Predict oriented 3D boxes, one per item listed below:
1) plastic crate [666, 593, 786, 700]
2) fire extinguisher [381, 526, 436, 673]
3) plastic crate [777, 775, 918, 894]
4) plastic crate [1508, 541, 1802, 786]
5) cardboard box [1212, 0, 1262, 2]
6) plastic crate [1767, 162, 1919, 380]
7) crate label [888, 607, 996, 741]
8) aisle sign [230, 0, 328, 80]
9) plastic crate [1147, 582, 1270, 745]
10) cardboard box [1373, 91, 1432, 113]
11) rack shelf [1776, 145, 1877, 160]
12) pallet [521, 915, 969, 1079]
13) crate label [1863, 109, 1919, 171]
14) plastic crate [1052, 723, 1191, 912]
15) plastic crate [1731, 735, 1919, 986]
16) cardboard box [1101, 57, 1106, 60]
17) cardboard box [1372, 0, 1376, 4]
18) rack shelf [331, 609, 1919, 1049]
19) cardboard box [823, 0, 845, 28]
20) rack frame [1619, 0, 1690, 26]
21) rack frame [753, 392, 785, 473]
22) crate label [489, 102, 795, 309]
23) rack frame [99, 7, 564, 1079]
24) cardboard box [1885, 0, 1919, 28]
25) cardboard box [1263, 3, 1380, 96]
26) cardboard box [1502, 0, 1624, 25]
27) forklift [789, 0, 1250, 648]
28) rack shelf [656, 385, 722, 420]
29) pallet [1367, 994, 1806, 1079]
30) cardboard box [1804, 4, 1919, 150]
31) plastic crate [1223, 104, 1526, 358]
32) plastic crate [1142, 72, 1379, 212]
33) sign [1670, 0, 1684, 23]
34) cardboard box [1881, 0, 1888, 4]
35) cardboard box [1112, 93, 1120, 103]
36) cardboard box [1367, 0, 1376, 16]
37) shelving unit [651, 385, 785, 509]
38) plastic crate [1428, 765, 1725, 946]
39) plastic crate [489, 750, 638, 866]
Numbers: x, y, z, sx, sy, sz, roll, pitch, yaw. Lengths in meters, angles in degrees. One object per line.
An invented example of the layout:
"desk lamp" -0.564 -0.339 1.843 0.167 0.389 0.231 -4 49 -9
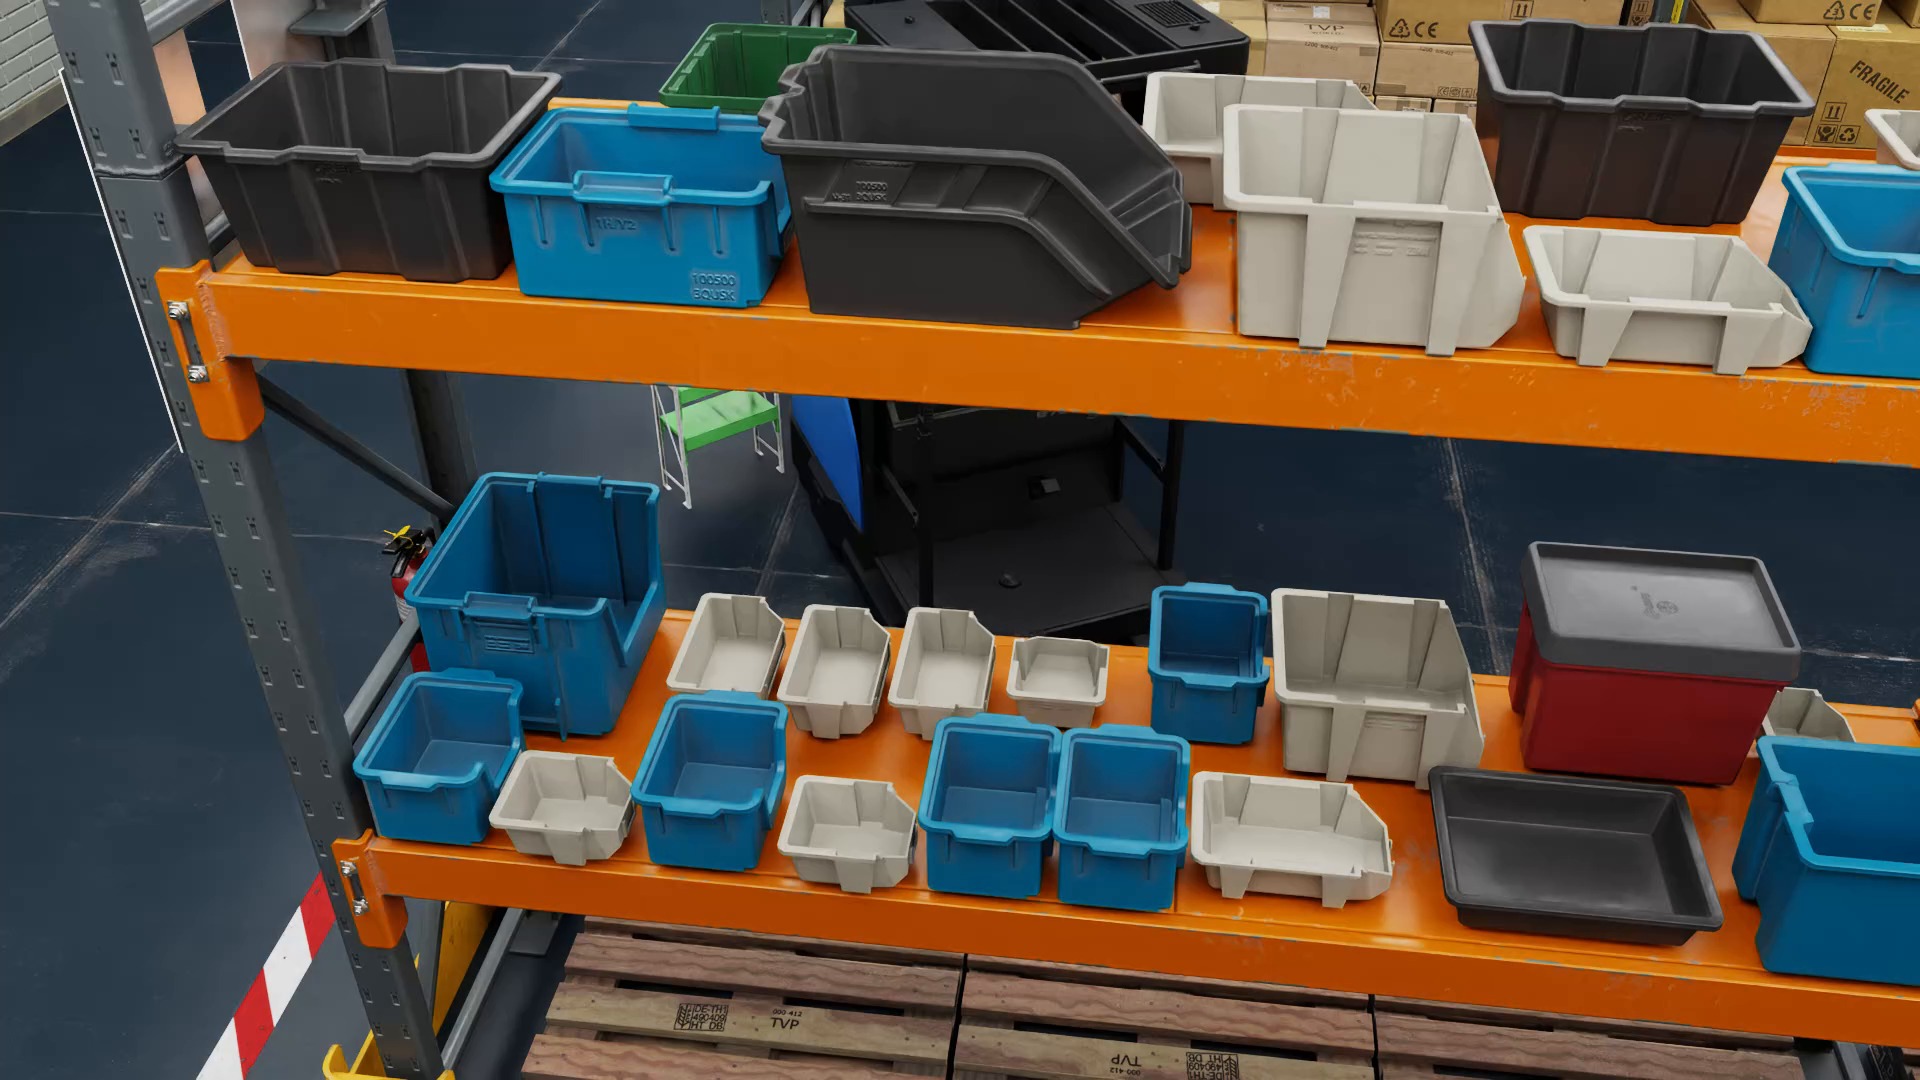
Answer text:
"plastic crate" -0.604 0.320 4.394 0.243 0.136 0.396 4 36 6
"fire extinguisher" -1.527 0.192 4.787 0.183 0.674 0.296 4 36 6
"plastic crate" -0.252 0.694 3.871 0.298 0.136 0.250 4 36 6
"plastic crate" 1.678 0.316 4.118 0.583 0.464 0.402 4 36 6
"cardboard box" 1.235 -2.638 8.237 0.500 0.250 0.500 4 36 6
"plastic crate" 1.588 -0.459 2.873 0.300 0.233 0.416 4 36 6
"crate label" -0.039 0.357 4.343 0.243 0.136 0.396 4 36 6
"aisle sign" -1.470 -0.951 3.762 0.004 0.787 0.394 4 36 6
"plastic crate" 0.634 0.329 4.299 0.300 0.233 0.416 4 36 6
"cardboard box" 2.053 -2.065 7.777 0.250 0.149 0.380 5 36 7
"rack shelf" 5.146 -1.836 7.859 4.000 0.370 1.077 4 36 6
"pallet" -0.623 1.500 4.967 1.213 0.211 1.003 4 36 6
"crate label" 2.083 -0.739 3.348 0.466 0.136 0.293 4 36 6
"plastic crate" 0.371 0.653 3.846 0.300 0.233 0.416 4 36 6
"plastic crate" 2.025 0.722 3.619 0.575 0.384 0.392 4 36 6
"cardboard box" 0.651 -2.367 7.858 0.500 0.250 0.500 3 36 4
"cardboard box" 2.233 -2.865 7.910 0.500 0.500 0.500 4 36 6
"rack shelf" 0.548 0.722 4.275 4.000 0.370 1.077 4 36 6
"cardboard box" -0.363 -2.441 7.961 0.500 0.250 0.500 3 36 5
"rack frame" 3.163 -2.276 7.857 0.127 3.000 1.000 4 36 6
"rack frame" -0.888 -0.854 7.414 0.015 1.200 0.240 -23 42 -29
"crate label" -0.562 -0.624 3.089 0.502 0.251 0.408 4 36 6
"rack frame" -1.436 0.282 4.273 0.127 3.000 1.000 4 36 6
"cardboard box" 4.476 -2.625 7.397 0.637 0.503 0.797 5 36 6
"cardboard box" 1.671 -2.292 7.753 0.500 0.250 0.500 5 36 7
"cardboard box" 2.673 -2.522 7.428 0.500 0.500 0.500 5 36 7
"forklift" 0.240 -0.837 5.900 1.130 2.935 3.031 -13 37 -17
"rack shelf" -1.084 -0.717 7.332 0.480 0.148 0.258 -23 42 -29
"pallet" 1.798 1.680 4.714 1.213 0.211 1.003 4 36 6
"cardboard box" 4.086 -2.102 7.527 0.500 0.500 0.500 4 36 6
"plastic crate" 0.723 -0.549 2.957 0.530 0.282 0.437 4 36 6
"plastic crate" 0.645 -0.822 3.465 0.530 0.136 0.437 4 36 6
"sign" 3.093 -2.341 7.135 0.005 0.325 0.100 4 36 6
"cardboard box" 4.151 -2.399 7.943 0.500 0.500 0.500 5 36 7
"cardboard box" 0.781 -2.160 7.910 0.250 0.149 0.380 4 36 5
"cardboard box" 2.237 -2.562 8.130 0.500 0.250 0.500 4 36 6
"shelving unit" -1.084 -0.769 7.295 0.503 1.200 0.258 -23 42 -29
"plastic crate" 1.387 0.737 3.820 0.590 0.125 0.437 4 36 6
"plastic crate" -0.925 0.644 3.941 0.298 0.136 0.250 4 36 6
